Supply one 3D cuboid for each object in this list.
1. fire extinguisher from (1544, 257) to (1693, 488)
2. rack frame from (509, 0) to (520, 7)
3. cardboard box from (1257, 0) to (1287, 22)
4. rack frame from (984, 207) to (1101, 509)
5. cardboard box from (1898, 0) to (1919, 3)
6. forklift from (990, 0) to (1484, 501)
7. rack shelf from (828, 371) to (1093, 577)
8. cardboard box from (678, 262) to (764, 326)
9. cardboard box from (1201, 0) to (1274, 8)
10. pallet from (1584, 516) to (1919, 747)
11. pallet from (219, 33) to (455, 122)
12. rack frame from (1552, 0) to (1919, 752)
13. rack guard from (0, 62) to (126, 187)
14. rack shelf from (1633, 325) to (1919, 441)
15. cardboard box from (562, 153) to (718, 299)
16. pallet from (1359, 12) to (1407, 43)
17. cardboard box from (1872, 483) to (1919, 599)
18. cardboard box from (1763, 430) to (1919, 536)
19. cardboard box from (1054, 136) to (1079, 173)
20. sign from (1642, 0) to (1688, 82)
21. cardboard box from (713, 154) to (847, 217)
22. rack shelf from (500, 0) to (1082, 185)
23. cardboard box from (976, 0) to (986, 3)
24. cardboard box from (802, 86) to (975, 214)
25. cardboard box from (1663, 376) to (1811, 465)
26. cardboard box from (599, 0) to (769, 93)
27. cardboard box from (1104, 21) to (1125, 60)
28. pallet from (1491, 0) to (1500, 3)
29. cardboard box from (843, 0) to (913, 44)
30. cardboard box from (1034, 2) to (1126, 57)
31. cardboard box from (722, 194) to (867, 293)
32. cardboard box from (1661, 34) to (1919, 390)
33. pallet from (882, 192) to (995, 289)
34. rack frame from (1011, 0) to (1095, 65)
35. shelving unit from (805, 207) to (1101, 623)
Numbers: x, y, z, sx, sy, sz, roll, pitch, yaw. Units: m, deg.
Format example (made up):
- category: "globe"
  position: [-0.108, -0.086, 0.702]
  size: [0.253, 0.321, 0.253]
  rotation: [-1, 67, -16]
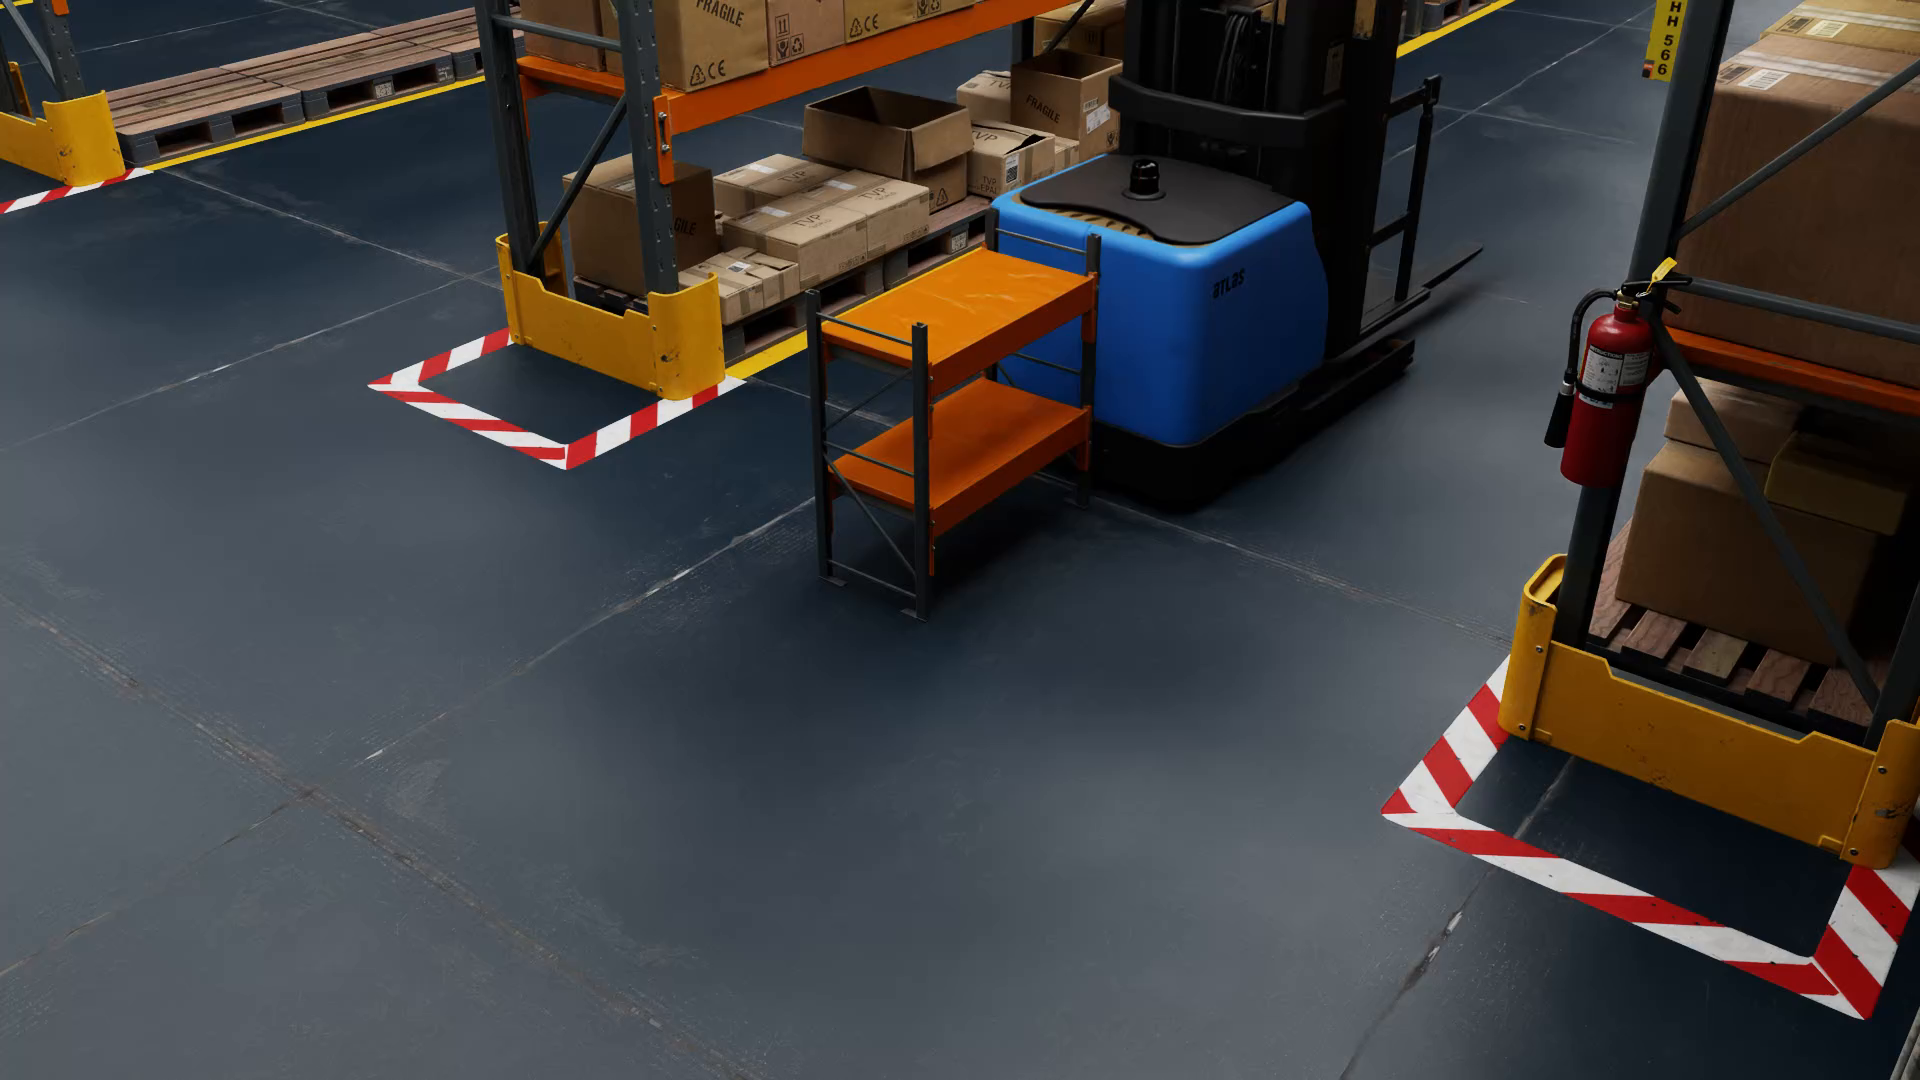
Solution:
- category: "fire extinguisher"
  position: [1.831, -0.479, 4.662]
  size: [0.296, 0.674, 0.183]
  rotation: [21, 37, 31]
- category: "rack frame"
  position: [-3.194, -5.266, 12.299]
  size: [1.000, 3.000, 0.127]
  rotation: [21, 37, 31]
- category: "cardboard box"
  position: [1.860, -3.397, 11.165]
  size: [0.500, 0.500, 0.500]
  rotation: [22, 37, 32]
- category: "rack frame"
  position: [0.303, -0.688, 6.412]
  size: [0.500, 1.125, 0.032]
  rotation: [21, 37, 31]
- category: "cardboard box"
  position: [3.488, -1.537, 5.712]
  size: [0.980, 0.700, 0.700]
  rotation: [19, 36, 29]
- category: "forklift"
  position: [1.431, -2.088, 7.003]
  size: [1.130, 2.935, 3.031]
  rotation: [23, 38, 34]
- category: "rack shelf"
  position: [-0.004, -0.271, 6.188]
  size: [0.538, 0.278, 1.000]
  rotation: [21, 37, 31]
- category: "cardboard box"
  position: [-1.135, -1.142, 7.704]
  size: [0.380, 0.149, 0.250]
  rotation: [21, 37, 31]
- category: "cardboard box"
  position: [1.843, -3.705, 10.949]
  size: [0.500, 0.250, 0.500]
  rotation: [21, 37, 31]
- category: "pallet"
  position: [2.711, 0.259, 5.711]
  size: [1.003, 0.211, 1.213]
  rotation: [21, 37, 31]
- category: "pallet"
  position: [-4.343, -3.258, 11.645]
  size: [1.003, 0.211, 1.213]
  rotation: [21, 37, 31]
- category: "rack frame"
  position: [2.290, -0.592, 4.411]
  size: [1.000, 3.000, 0.127]
  rotation: [21, 37, 31]
- category: "rack guard"
  position: [-5.612, -2.552, 10.170]
  size: [1.175, 0.500, 0.348]
  rotation: [21, 37, 31]
- category: "rack shelf"
  position: [3.498, -1.095, 5.966]
  size: [1.077, 0.370, 4.000]
  rotation: [21, 37, 31]
- category: "cardboard box"
  position: [-1.529, -1.525, 8.007]
  size: [0.500, 0.500, 0.500]
  rotation: [21, 37, 31]
- category: "pallet"
  position: [2.687, -3.875, 12.686]
  size: [1.003, 0.211, 1.213]
  rotation: [21, 37, 31]
- category: "cardboard box"
  position: [2.935, -0.216, 5.816]
  size: [0.700, 0.500, 0.500]
  rotation: [21, 37, 31]
- category: "cardboard box"
  position: [2.717, -0.179, 5.118]
  size: [0.380, 0.149, 0.250]
  rotation: [21, 37, 32]
- category: "cardboard box"
  position: [0.457, -2.214, 9.512]
  size: [0.380, 0.149, 0.250]
  rotation: [21, 37, 31]
- category: "sign"
  position: [1.866, -1.364, 4.346]
  size: [0.100, 0.325, 0.005]
  rotation: [21, 37, 31]
- category: "cardboard box"
  position: [-0.932, -1.795, 8.706]
  size: [0.500, 0.250, 0.500]
  rotation: [21, 37, 31]
- category: "rack shelf"
  position: [-0.454, -2.618, 8.536]
  size: [1.077, 0.370, 4.000]
  rotation: [21, 37, 31]
- category: "cardboard box"
  position: [0.038, -3.082, 8.515]
  size: [0.500, 0.500, 0.500]
  rotation: [22, 37, 32]
- category: "cardboard box"
  position: [-0.377, -2.091, 8.957]
  size: [0.797, 0.503, 0.637]
  rotation: [21, 37, 31]
- category: "cardboard box"
  position: [2.565, -0.400, 5.490]
  size: [0.380, 0.149, 0.250]
  rotation: [21, 36, 31]
- category: "cardboard box"
  position: [-1.183, -2.257, 7.123]
  size: [0.500, 0.500, 0.500]
  rotation: [22, 37, 32]
- category: "cardboard box"
  position: [1.240, -2.976, 10.454]
  size: [0.500, 0.500, 0.500]
  rotation: [19, 36, 29]
- category: "pallet"
  position: [4.433, -4.983, 14.556]
  size: [1.003, 0.211, 1.213]
  rotation: [21, 37, 31]
- category: "cardboard box"
  position: [-0.571, -2.671, 7.822]
  size: [0.500, 0.500, 0.500]
  rotation: [21, 37, 31]
- category: "cardboard box"
  position: [0.823, -3.143, 10.736]
  size: [0.500, 0.500, 0.500]
  rotation: [21, 37, 31]
- category: "cardboard box"
  position: [-0.805, -1.458, 8.138]
  size: [0.500, 0.250, 0.500]
  rotation: [21, 37, 31]
- category: "cardboard box"
  position: [2.590, -0.931, 4.689]
  size: [0.980, 0.700, 0.700]
  rotation: [23, 38, 33]
- category: "pallet"
  position: [-0.398, -1.764, 9.124]
  size: [1.003, 0.211, 1.213]
  rotation: [21, 37, 31]
- category: "rack frame"
  position: [0.753, -3.741, 9.724]
  size: [1.000, 3.000, 0.127]
  rotation: [21, 37, 31]
- category: "shelving unit"
  position: [-0.004, -0.481, 6.063]
  size: [0.538, 1.125, 1.048]
  rotation: [21, 37, 31]
